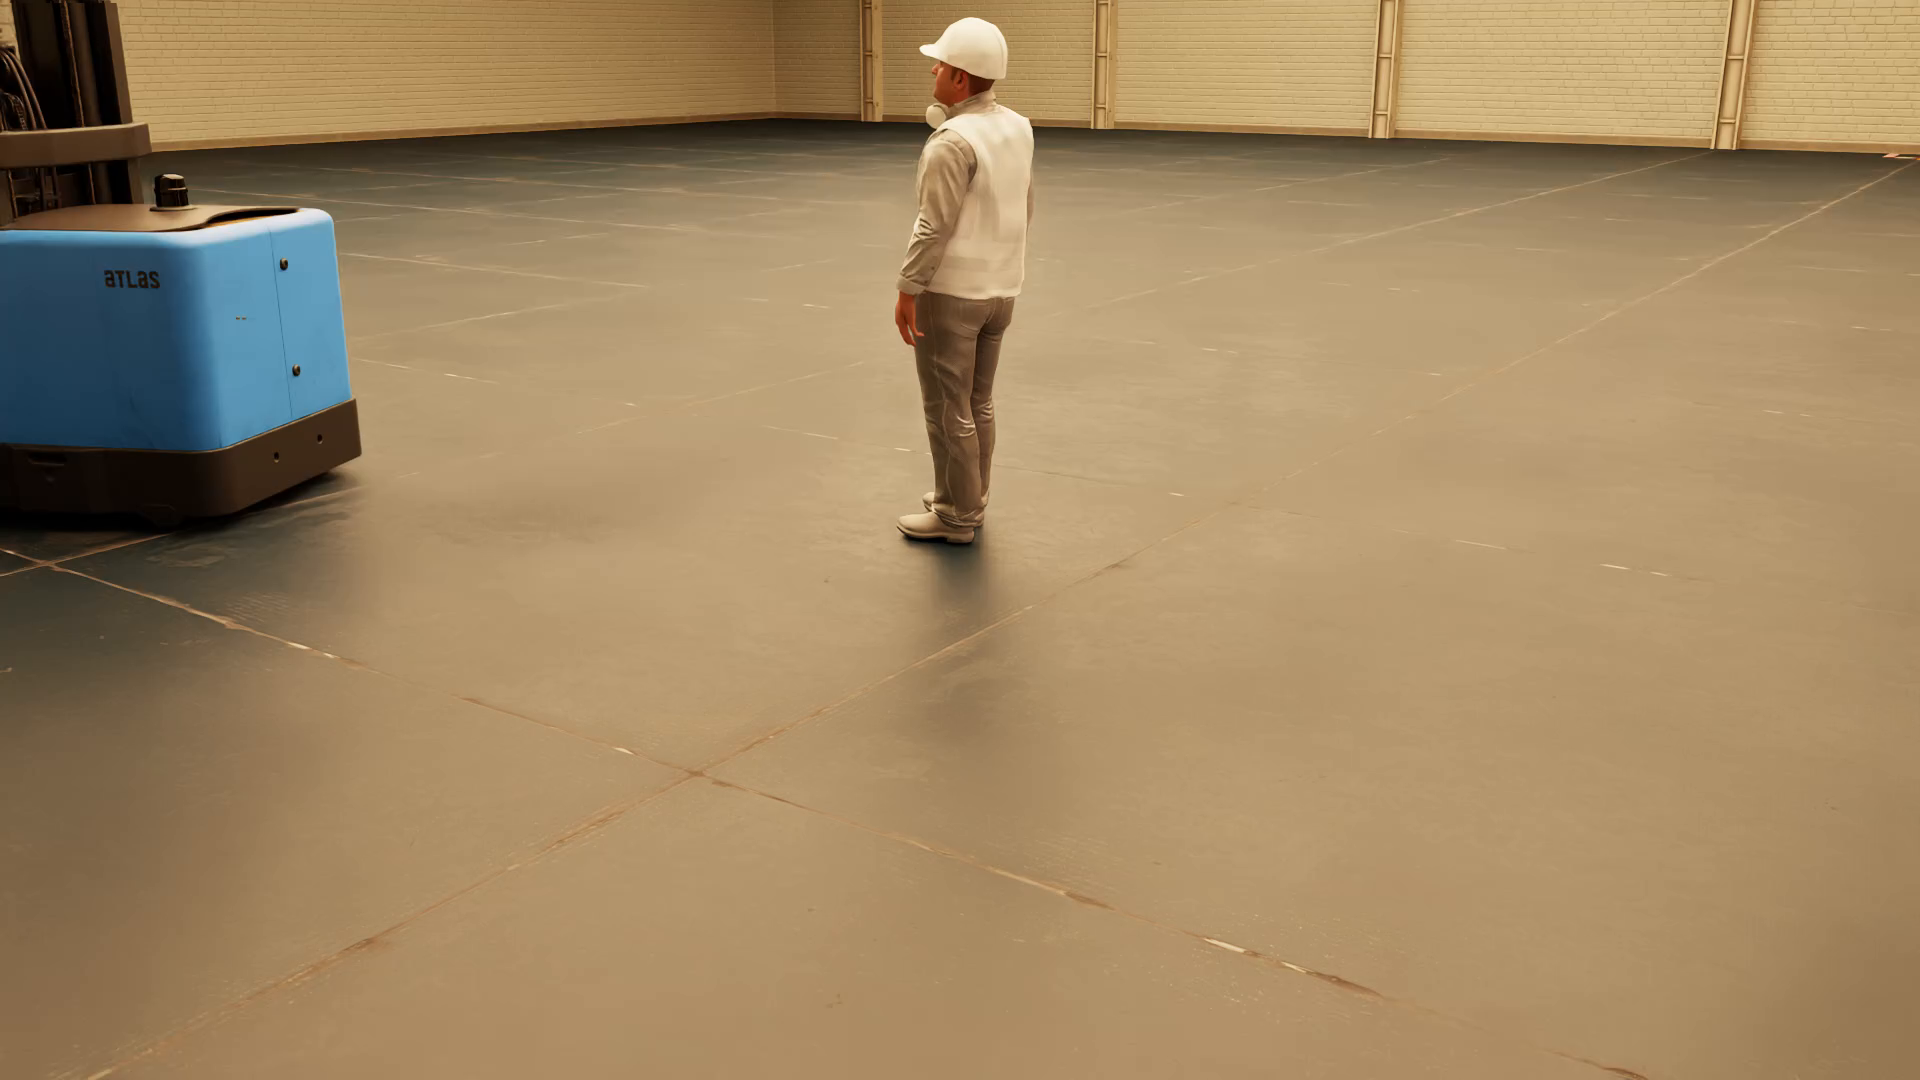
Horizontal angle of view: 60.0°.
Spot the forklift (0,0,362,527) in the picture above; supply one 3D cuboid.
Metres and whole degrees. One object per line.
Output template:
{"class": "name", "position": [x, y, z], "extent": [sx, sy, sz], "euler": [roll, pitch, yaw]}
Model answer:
{"class": "forklift", "position": [-4.039, -1.635, 6.301], "extent": [3.031, 2.935, 1.130], "euler": [3, 17, 10]}

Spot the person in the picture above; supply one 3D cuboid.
{"class": "person", "position": [-0.048, -0.869, 5.732], "extent": [0.566, 1.775, 0.634], "euler": [11, 20, 33]}
